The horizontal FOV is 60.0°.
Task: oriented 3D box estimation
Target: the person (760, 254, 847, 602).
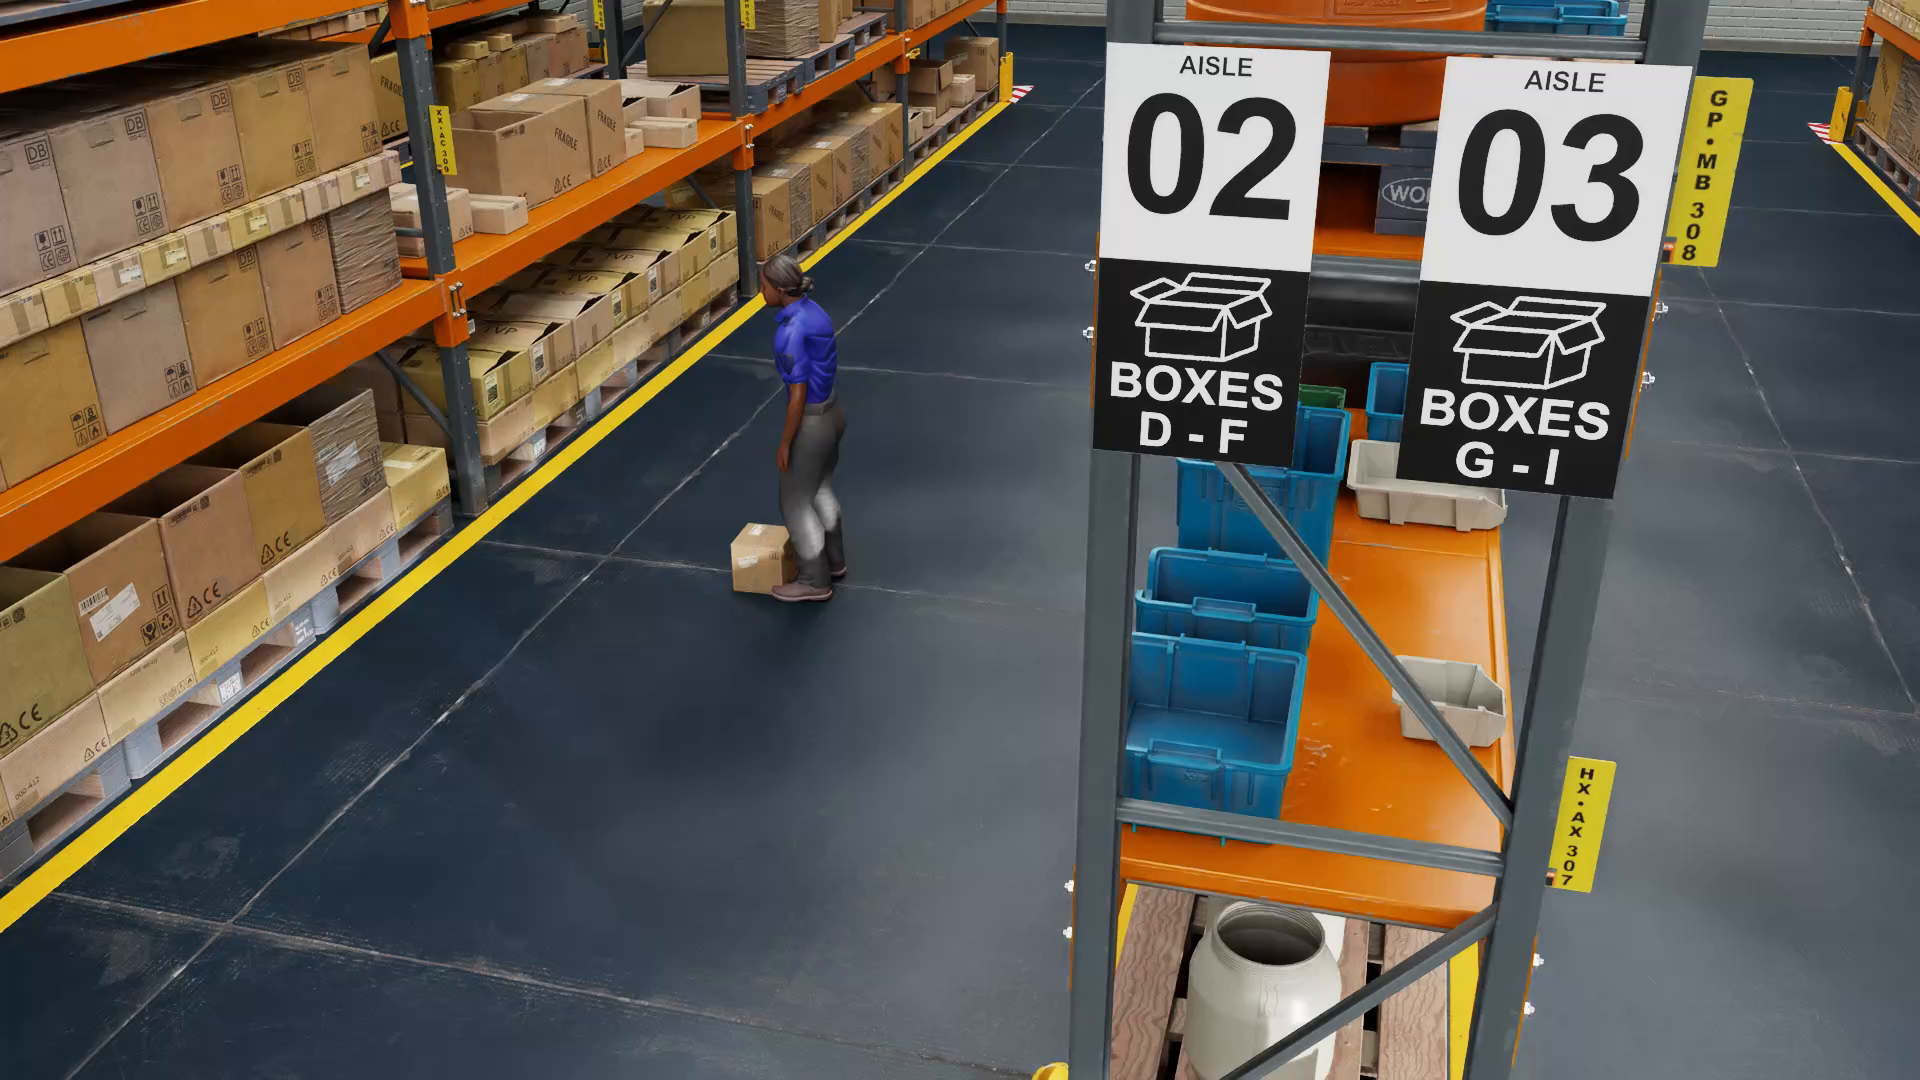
[{"bbox_3d":[-0.719,-0.513,7.708,0.350,1.641,0.524,6,26,11],"label":"person"}]
